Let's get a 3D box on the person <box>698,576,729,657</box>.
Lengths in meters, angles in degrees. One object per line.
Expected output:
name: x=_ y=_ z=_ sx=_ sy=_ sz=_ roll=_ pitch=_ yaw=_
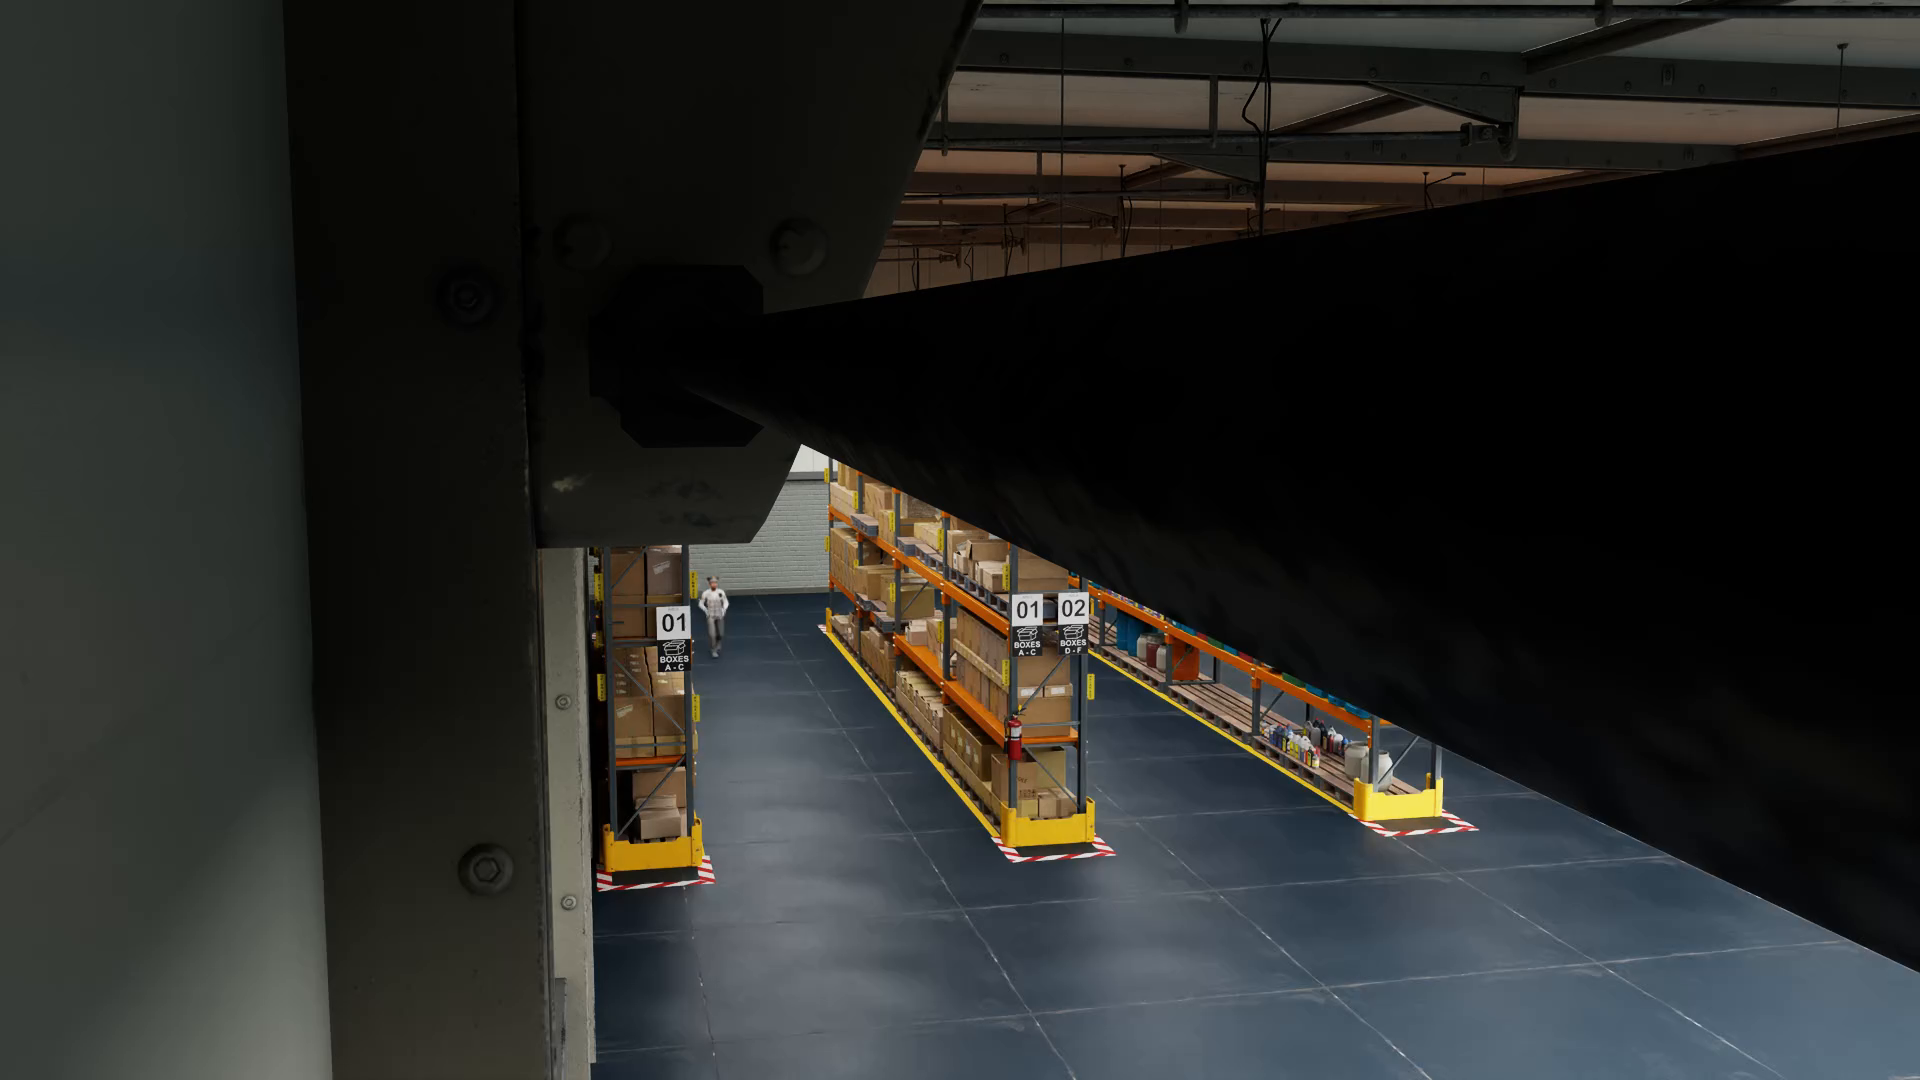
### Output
person: x=-4.958 y=1.535 z=33.553 sx=0.612 sy=1.643 sz=0.554 roll=-2 pitch=7 yaw=-16

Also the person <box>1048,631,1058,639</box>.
person: x=1.890 y=1.668 z=32.218 sx=0.619 sy=1.644 sz=0.737 roll=-1 pitch=7 yaw=-9
